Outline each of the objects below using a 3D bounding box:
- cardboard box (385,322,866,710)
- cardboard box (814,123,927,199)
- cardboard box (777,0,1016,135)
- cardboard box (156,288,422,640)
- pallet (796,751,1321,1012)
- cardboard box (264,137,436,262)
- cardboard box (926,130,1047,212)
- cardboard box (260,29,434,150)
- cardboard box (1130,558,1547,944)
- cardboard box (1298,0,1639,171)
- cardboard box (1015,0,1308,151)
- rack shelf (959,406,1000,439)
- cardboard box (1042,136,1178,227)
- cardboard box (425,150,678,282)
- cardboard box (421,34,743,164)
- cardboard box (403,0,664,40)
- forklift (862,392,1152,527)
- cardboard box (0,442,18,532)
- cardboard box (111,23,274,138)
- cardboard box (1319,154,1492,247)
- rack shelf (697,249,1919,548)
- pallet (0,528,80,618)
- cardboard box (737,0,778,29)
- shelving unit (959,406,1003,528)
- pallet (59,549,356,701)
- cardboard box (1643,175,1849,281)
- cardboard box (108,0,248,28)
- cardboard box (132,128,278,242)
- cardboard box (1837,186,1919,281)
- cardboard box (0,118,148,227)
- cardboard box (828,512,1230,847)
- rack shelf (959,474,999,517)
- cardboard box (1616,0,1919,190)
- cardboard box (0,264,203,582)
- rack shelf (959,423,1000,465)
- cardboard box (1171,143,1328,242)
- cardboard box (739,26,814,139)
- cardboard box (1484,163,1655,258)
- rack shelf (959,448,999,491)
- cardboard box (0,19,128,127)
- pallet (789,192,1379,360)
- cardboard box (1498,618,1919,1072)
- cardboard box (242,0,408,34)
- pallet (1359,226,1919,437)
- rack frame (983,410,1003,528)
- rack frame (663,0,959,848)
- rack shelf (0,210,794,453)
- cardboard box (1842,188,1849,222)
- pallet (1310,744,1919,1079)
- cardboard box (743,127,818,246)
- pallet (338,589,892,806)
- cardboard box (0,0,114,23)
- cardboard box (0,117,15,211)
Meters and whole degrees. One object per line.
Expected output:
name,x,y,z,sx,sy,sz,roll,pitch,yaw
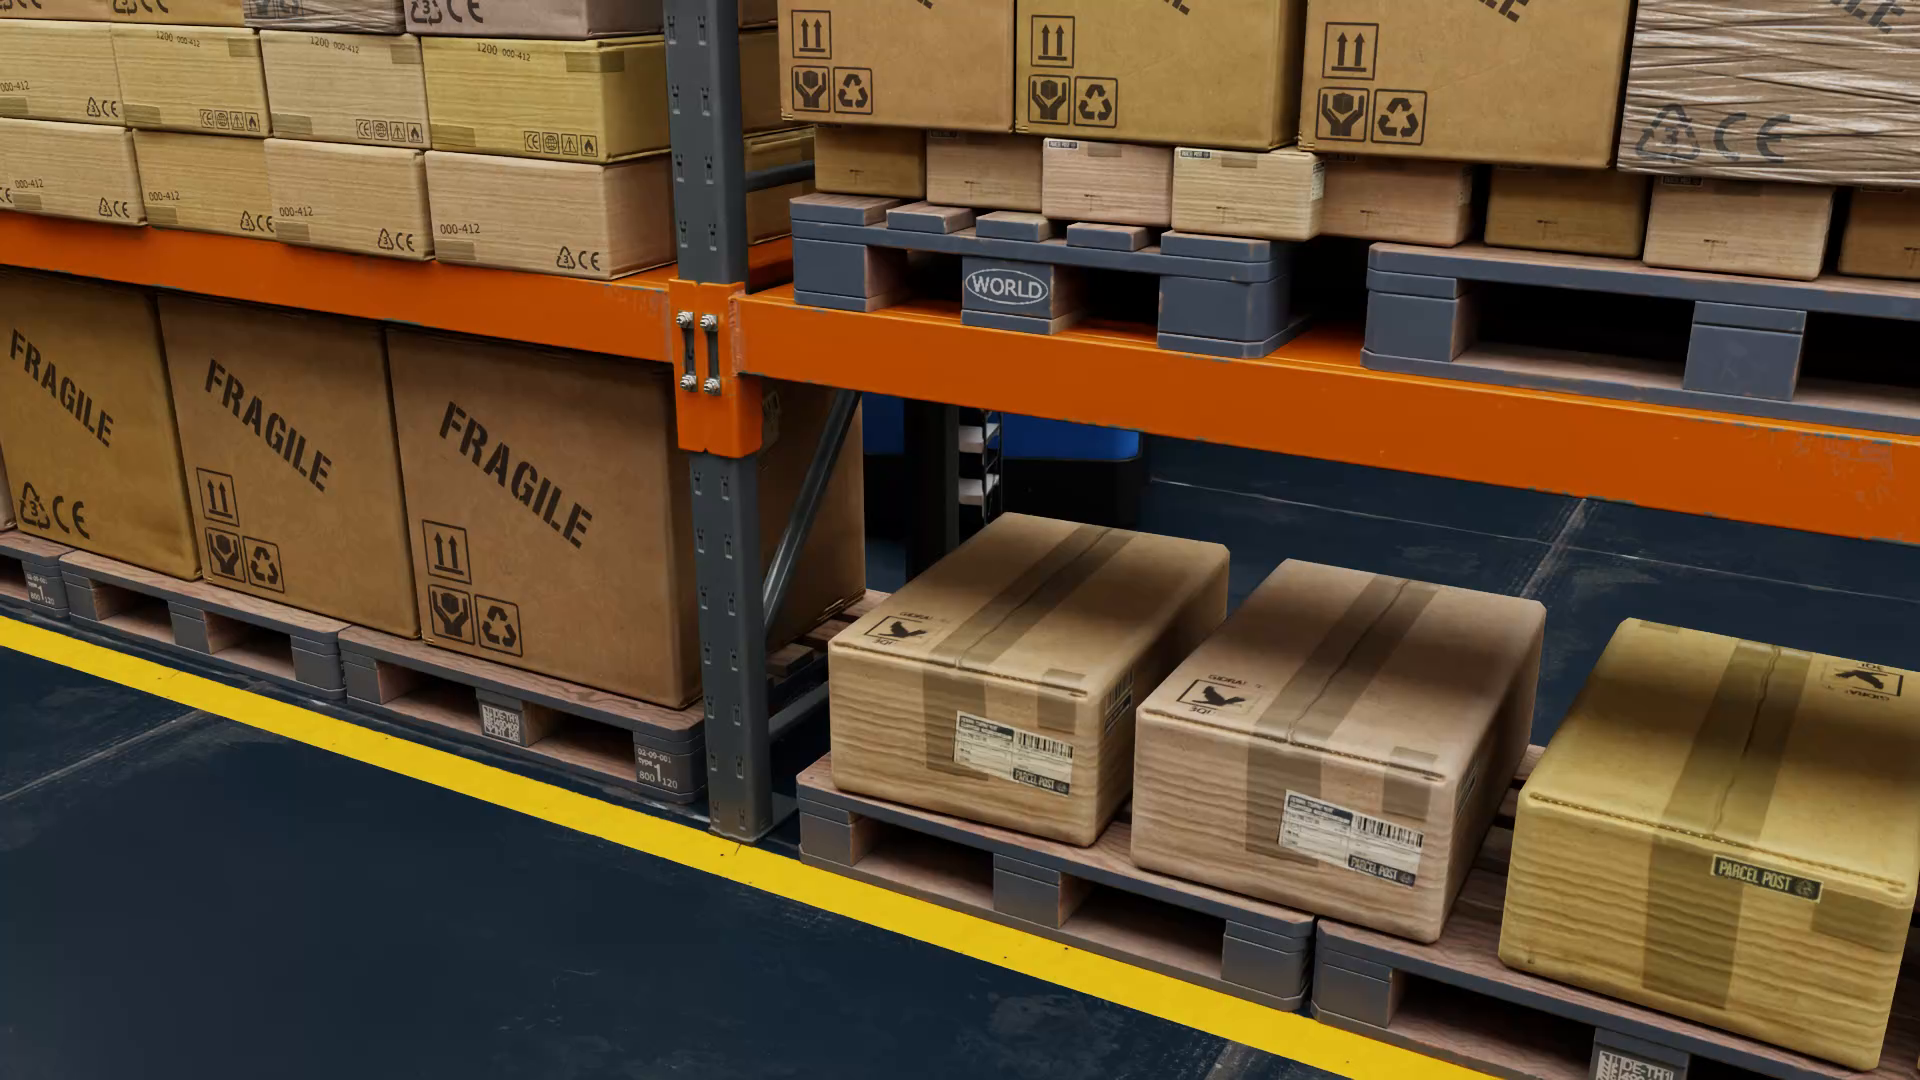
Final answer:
cardboard box,-0.859,-0.189,4.487,0.875,0.875,0.875,11,22,27
cardboard box,-0.103,-0.821,3.481,0.250,0.149,0.380,9,22,24
cardboard box,-0.016,-1.091,3.276,0.500,0.500,0.500,10,22,26
cardboard box,-1.636,-0.338,4.899,0.875,0.875,0.875,11,23,28
pallet,0.385,0.591,3.927,1.213,0.211,1.003,11,23,27
cardboard box,-1.318,-0.867,4.077,0.500,0.250,0.500,11,23,28
cardboard box,0.127,-0.764,3.324,0.250,0.149,0.380,9,22,24
cardboard box,-1.293,-1.104,3.997,0.500,0.250,0.500,10,22,26
cardboard box,0.840,0.404,3.589,0.625,0.372,0.950,10,22,26
cardboard box,0.909,-0.920,2.805,0.500,0.500,0.500,11,23,28
cardboard box,0.442,-1.007,3.043,0.500,0.500,0.500,12,23,30
rack shelf,0.012,-0.415,5.522,0.200,0.077,0.258,5,21,14
cardboard box,0.343,-0.704,3.161,0.250,0.149,0.380,9,22,24
cardboard box,-0.865,-0.787,3.856,0.500,0.250,0.500,10,22,25
cardboard box,-0.843,-1.020,3.765,0.500,0.250,0.500,11,23,27
cardboard box,-0.875,-1.376,3.646,0.500,0.500,0.500,10,22,26
forklift,0.244,-1.883,6.759,1.130,2.935,3.031,2,20,5
cardboard box,-3.208,-0.635,5.717,0.875,0.875,0.875,12,23,29
cardboard box,-1.750,-1.183,4.215,0.500,0.250,0.500,10,22,26
cardboard box,0.822,-0.636,2.971,0.250,0.149,0.380,12,23,30
rack shelf,1.450,-0.180,3.017,4.000,0.370,1.077,11,23,27
pallet,-3.078,-0.099,5.829,1.213,0.211,1.003,11,23,27
cardboard box,-0.608,-1.523,4.051,0.500,0.500,0.500,10,22,26
shelving unit,0.012,-0.362,5.541,0.210,0.900,0.258,5,21,14
pallet,-2.009,0.103,5.270,1.213,0.211,1.003,11,23,27
cardboard box,1.284,-0.537,2.700,0.250,0.149,0.380,12,23,29
cardboard box,-1.758,-1.543,4.108,0.500,0.500,0.500,11,23,27
cardboard box,-1.750,-0.956,4.321,0.500,0.250,0.500,11,22,27
cardboard box,1.548,-0.517,2.643,0.250,0.149,0.380,10,22,25
cardboard box,-2.209,-1.032,4.532,0.500,0.250,0.500,10,22,26
cardboard box,0.192,0.284,3.921,0.625,0.372,0.950,9,22,24
rack shelf,0.012,-0.161,5.614,0.200,0.077,0.258,5,21,14
cardboard box,1.342,-0.835,2.569,0.500,0.500,0.500,10,22,25
cardboard box,-2.416,-0.487,5.310,0.875,0.875,0.875,12,23,29
rack shelf,0.012,-0.330,5.552,0.200,0.077,0.258,5,21,14
cardboard box,0.574,-0.652,3.017,0.250,0.149,0.380,11,23,28
cardboard box,-0.618,-1.173,4.187,0.500,0.250,0.500,11,22,27
cardboard box,1.088,-0.600,2.874,0.250,0.149,0.380,12,23,29
rack shelf,0.012,-0.246,5.583,0.200,0.077,0.258,5,21,14
cardboard box,-2.203,-1.270,4.453,0.500,0.250,0.500,10,22,26
pallet,0.378,-0.674,3.605,1.003,0.211,1.213,11,23,27
cardboard box,1.499,0.532,3.237,0.625,0.372,0.950,12,23,29
cardboard box,-1.327,-1.459,3.875,0.500,0.500,0.500,11,23,28
pallet,1.452,-0.443,2.970,1.213,0.211,1.003,11,23,27
rack frame,0.110,-0.353,5.516,0.006,0.900,0.240,5,21,14
rack frame,-0.296,-0.851,3.811,0.127,3.000,1.000,11,23,27
rack shelf,-2.042,-0.845,4.851,4.000,0.370,1.077,11,23,27
cardboard box,1.743,-0.676,3.082,0.250,0.149,0.380,12,23,29
pallet,1.446,0.794,3.367,1.213,0.211,1.003,11,23,27
cardboard box,-0.601,-0.936,4.268,0.500,0.250,0.500,10,22,26
pallet,-0.948,0.307,4.710,1.213,0.211,1.003,11,23,27
cardboard box,-2.196,-1.630,4.346,0.500,0.500,0.500,10,22,26
cardboard box,-2.641,-1.118,4.768,0.500,0.250,0.500,11,22,27
